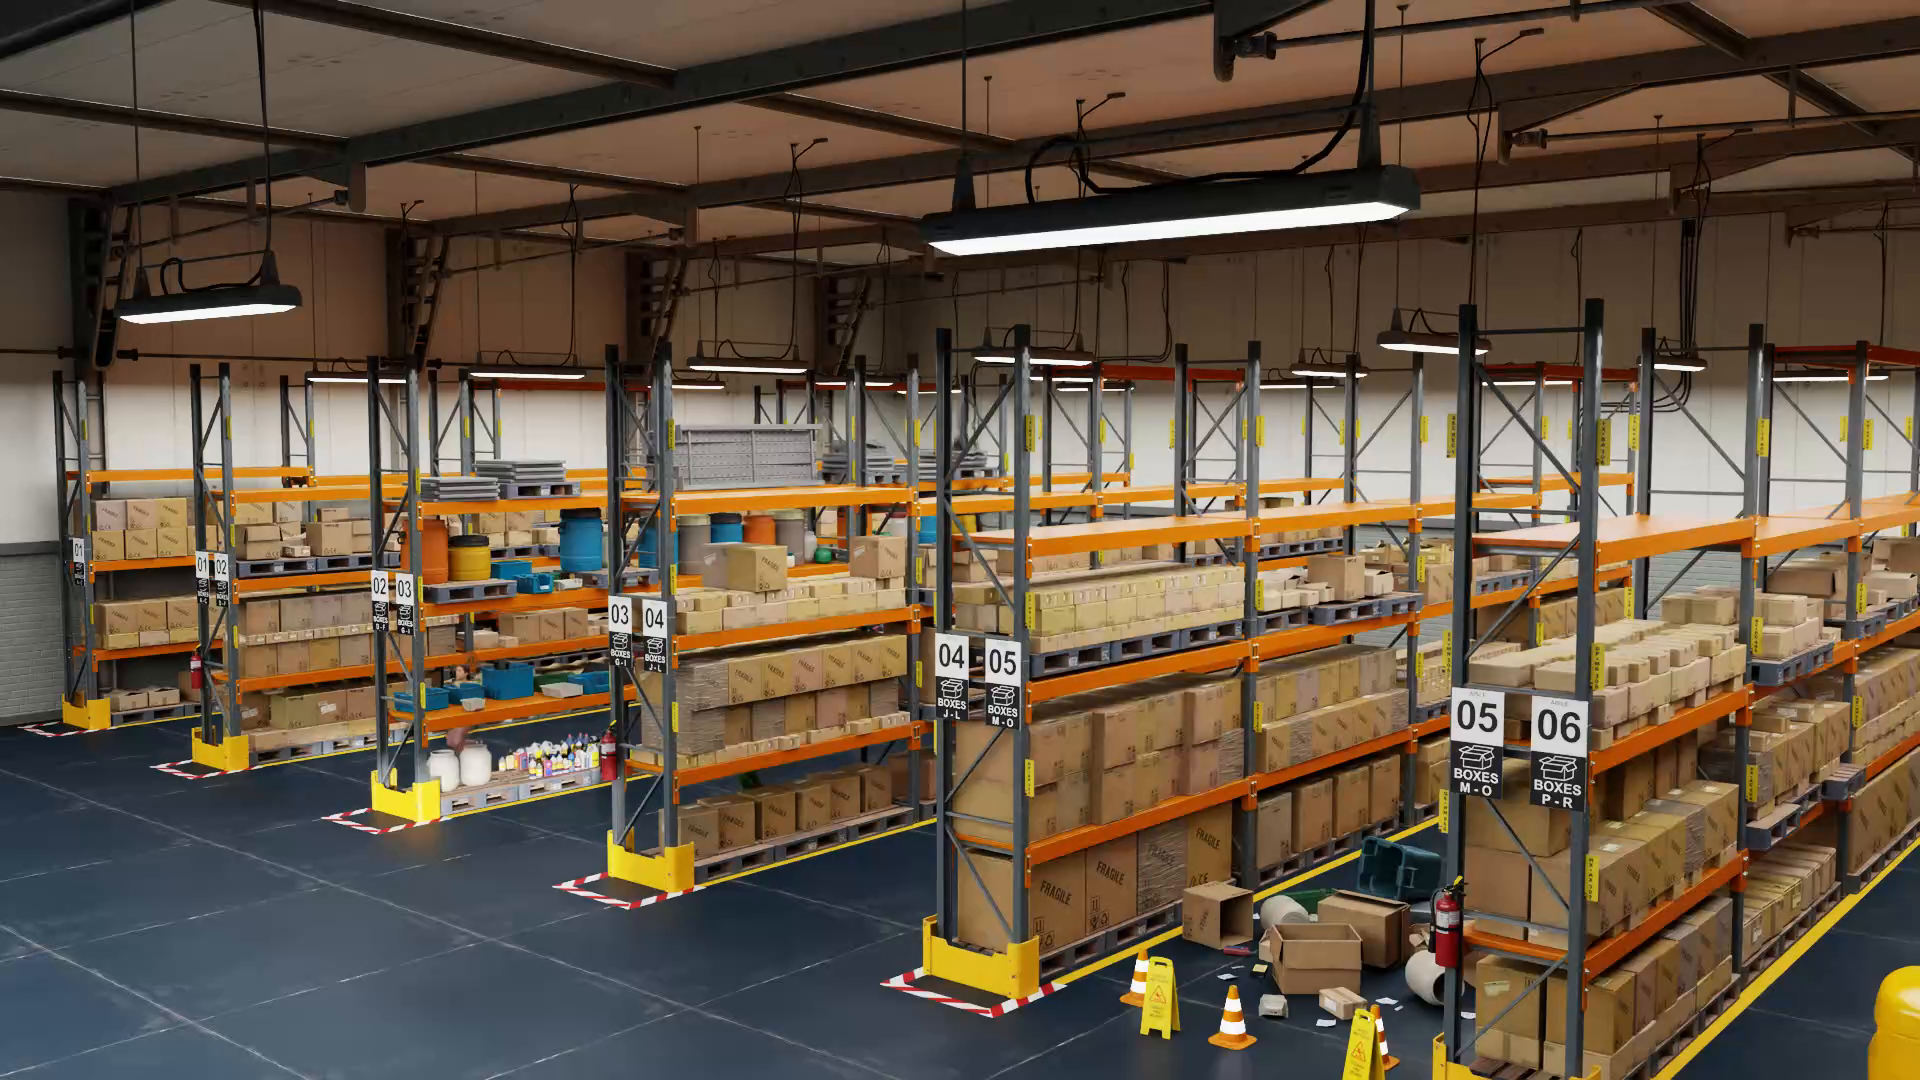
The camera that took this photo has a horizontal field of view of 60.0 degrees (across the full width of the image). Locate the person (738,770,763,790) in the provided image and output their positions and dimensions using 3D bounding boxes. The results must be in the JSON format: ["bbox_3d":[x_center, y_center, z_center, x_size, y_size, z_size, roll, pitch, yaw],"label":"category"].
[{"bbox_3d":[-2.732,2.725,21.541,0.599,1.806,0.756,3,5,39],"label":"person"}]

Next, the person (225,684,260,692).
[{"bbox_3d":[-11.427,2.398,26.775,0.661,1.694,0.733,2,5,24],"label":"person"}]

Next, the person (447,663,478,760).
[{"bbox_3d":[-7.225,2.609,24.286,0.581,1.631,0.605,2,5,27],"label":"person"}]
